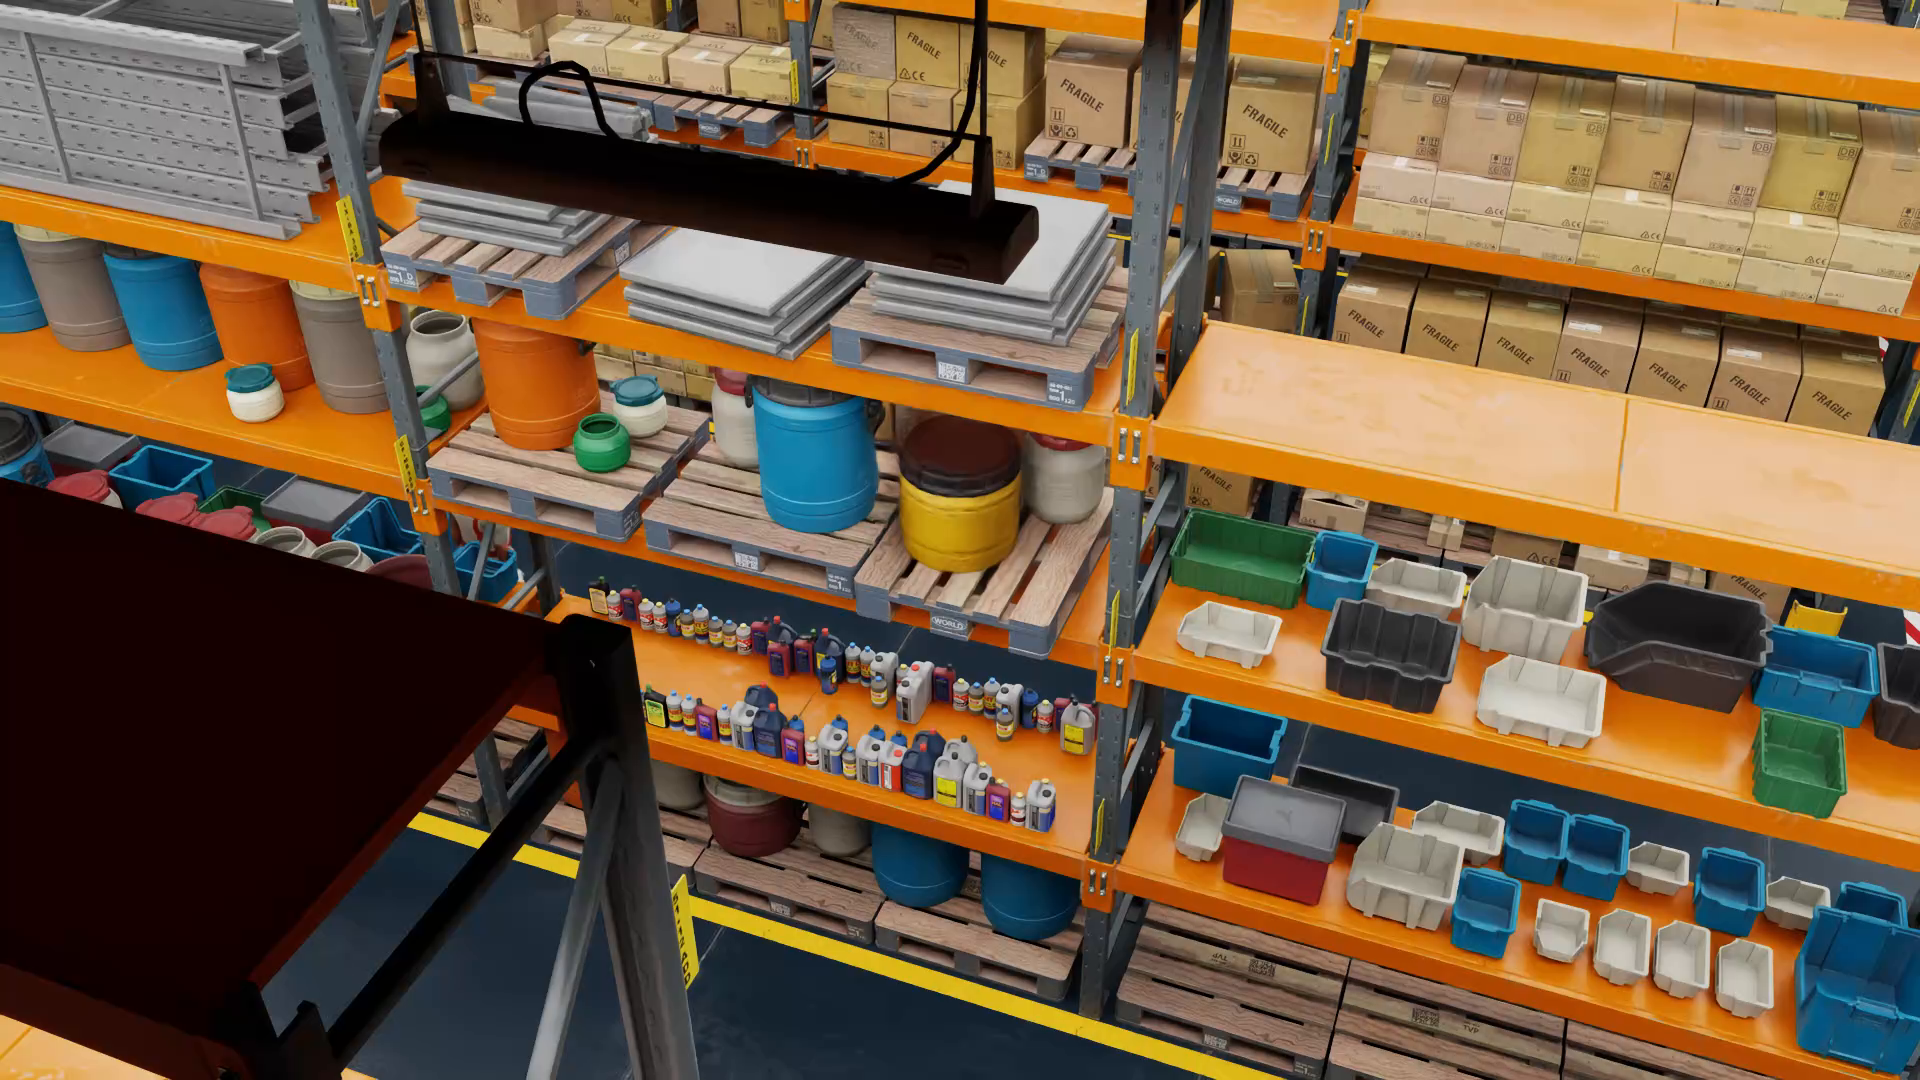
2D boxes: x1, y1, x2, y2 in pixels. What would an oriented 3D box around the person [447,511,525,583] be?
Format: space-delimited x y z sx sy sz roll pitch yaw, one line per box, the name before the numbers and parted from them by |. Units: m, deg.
person | -3.336 0.168 11.654 0.588 1.778 0.487 27 44 32
